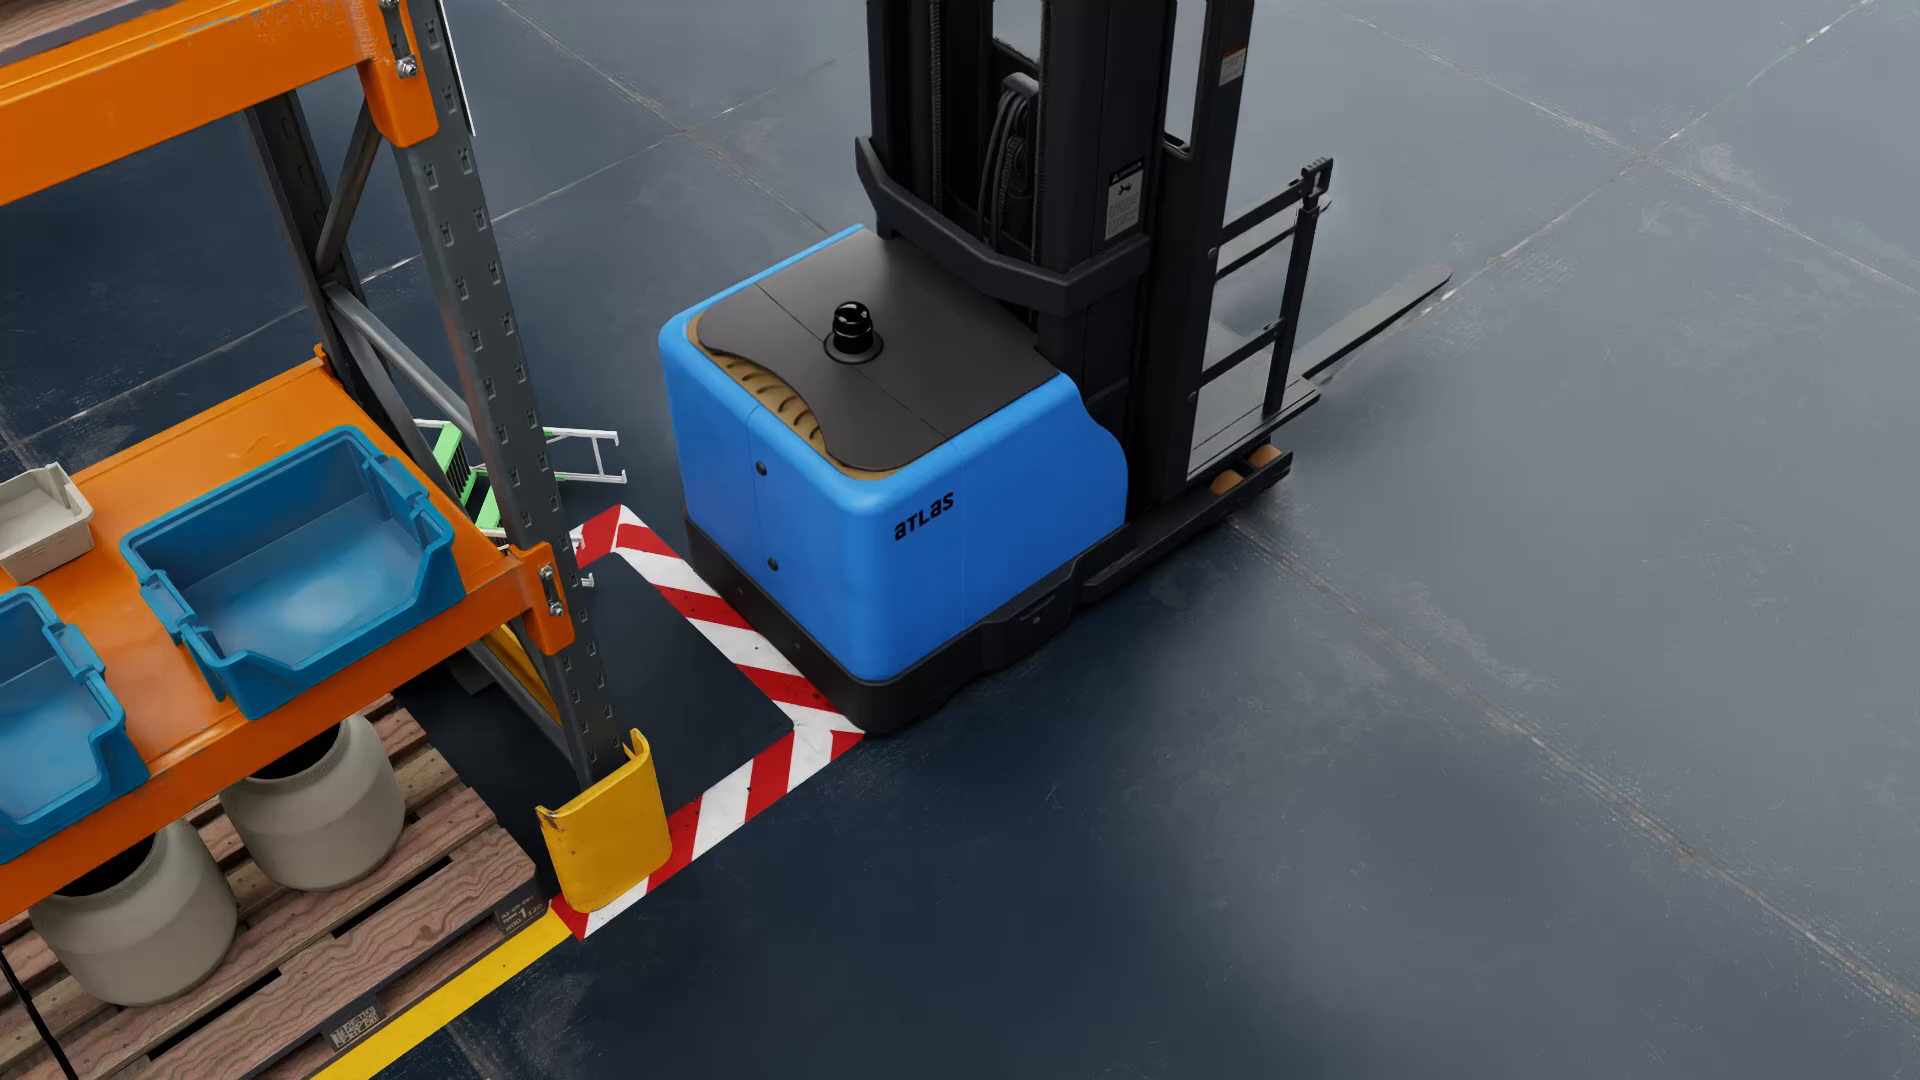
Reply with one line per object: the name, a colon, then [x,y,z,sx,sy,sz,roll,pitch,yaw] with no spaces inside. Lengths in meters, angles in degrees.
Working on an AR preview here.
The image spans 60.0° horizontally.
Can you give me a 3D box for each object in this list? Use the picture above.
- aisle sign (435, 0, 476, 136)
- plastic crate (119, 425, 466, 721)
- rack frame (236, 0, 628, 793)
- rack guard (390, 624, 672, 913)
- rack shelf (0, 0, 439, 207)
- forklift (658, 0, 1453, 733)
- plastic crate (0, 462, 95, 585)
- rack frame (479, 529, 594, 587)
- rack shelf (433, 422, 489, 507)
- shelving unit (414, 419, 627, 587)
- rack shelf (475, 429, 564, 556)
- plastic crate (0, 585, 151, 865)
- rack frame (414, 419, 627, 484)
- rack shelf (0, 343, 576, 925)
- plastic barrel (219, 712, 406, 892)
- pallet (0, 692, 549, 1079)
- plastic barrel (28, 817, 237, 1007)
aisle sign: [-1.064,-1.149,3.001,0.004,0.787,0.394,-34,56,-27]
plastic crate: [-1.486,0.067,3.748,0.616,0.251,0.499,-34,56,-27]
rack frame: [-1.317,-0.394,4.072,0.127,3.000,1.000,-34,56,-27]
rack guard: [-1.341,0.517,4.933,0.348,0.500,1.175,-34,56,-27]
rack shelf: [-2.797,-0.178,2.322,4.000,0.370,1.077,-34,56,-27]
forklift: [0.539,-1.339,4.991,3.031,2.935,1.130,-32,55,-26]
plastic crate: [-2.195,-0.037,3.922,0.250,0.136,0.298,-34,56,-27]
rack frame: [-1.825,0.032,5.520,1.200,0.240,0.015,4,47,3]
rack shelf: [-1.740,-0.143,5.681,0.148,0.258,0.480,4,47,3]
shelving unit: [-1.804,-0.147,5.685,1.200,0.258,0.503,4,47,3]
rack shelf: [-1.501,-0.127,5.667,0.148,0.258,0.480,4,47,3]
plastic crate: [-1.970,0.385,3.455,0.408,0.251,0.499,-34,56,-27]
rack frame: [-1.782,-0.325,5.850,1.200,0.240,0.015,4,47,3]
rack shelf: [-2.797,0.839,3.424,4.000,0.370,1.077,-34,56,-27]
plastic barrel: [-1.752,0.674,4.494,0.421,0.512,0.421,0,47,0]
pallet: [-1.946,1.014,4.671,1.213,0.211,1.003,-34,56,-27]
plastic barrel: [-2.123,0.922,4.265,0.421,0.512,0.421,0,47,0]
